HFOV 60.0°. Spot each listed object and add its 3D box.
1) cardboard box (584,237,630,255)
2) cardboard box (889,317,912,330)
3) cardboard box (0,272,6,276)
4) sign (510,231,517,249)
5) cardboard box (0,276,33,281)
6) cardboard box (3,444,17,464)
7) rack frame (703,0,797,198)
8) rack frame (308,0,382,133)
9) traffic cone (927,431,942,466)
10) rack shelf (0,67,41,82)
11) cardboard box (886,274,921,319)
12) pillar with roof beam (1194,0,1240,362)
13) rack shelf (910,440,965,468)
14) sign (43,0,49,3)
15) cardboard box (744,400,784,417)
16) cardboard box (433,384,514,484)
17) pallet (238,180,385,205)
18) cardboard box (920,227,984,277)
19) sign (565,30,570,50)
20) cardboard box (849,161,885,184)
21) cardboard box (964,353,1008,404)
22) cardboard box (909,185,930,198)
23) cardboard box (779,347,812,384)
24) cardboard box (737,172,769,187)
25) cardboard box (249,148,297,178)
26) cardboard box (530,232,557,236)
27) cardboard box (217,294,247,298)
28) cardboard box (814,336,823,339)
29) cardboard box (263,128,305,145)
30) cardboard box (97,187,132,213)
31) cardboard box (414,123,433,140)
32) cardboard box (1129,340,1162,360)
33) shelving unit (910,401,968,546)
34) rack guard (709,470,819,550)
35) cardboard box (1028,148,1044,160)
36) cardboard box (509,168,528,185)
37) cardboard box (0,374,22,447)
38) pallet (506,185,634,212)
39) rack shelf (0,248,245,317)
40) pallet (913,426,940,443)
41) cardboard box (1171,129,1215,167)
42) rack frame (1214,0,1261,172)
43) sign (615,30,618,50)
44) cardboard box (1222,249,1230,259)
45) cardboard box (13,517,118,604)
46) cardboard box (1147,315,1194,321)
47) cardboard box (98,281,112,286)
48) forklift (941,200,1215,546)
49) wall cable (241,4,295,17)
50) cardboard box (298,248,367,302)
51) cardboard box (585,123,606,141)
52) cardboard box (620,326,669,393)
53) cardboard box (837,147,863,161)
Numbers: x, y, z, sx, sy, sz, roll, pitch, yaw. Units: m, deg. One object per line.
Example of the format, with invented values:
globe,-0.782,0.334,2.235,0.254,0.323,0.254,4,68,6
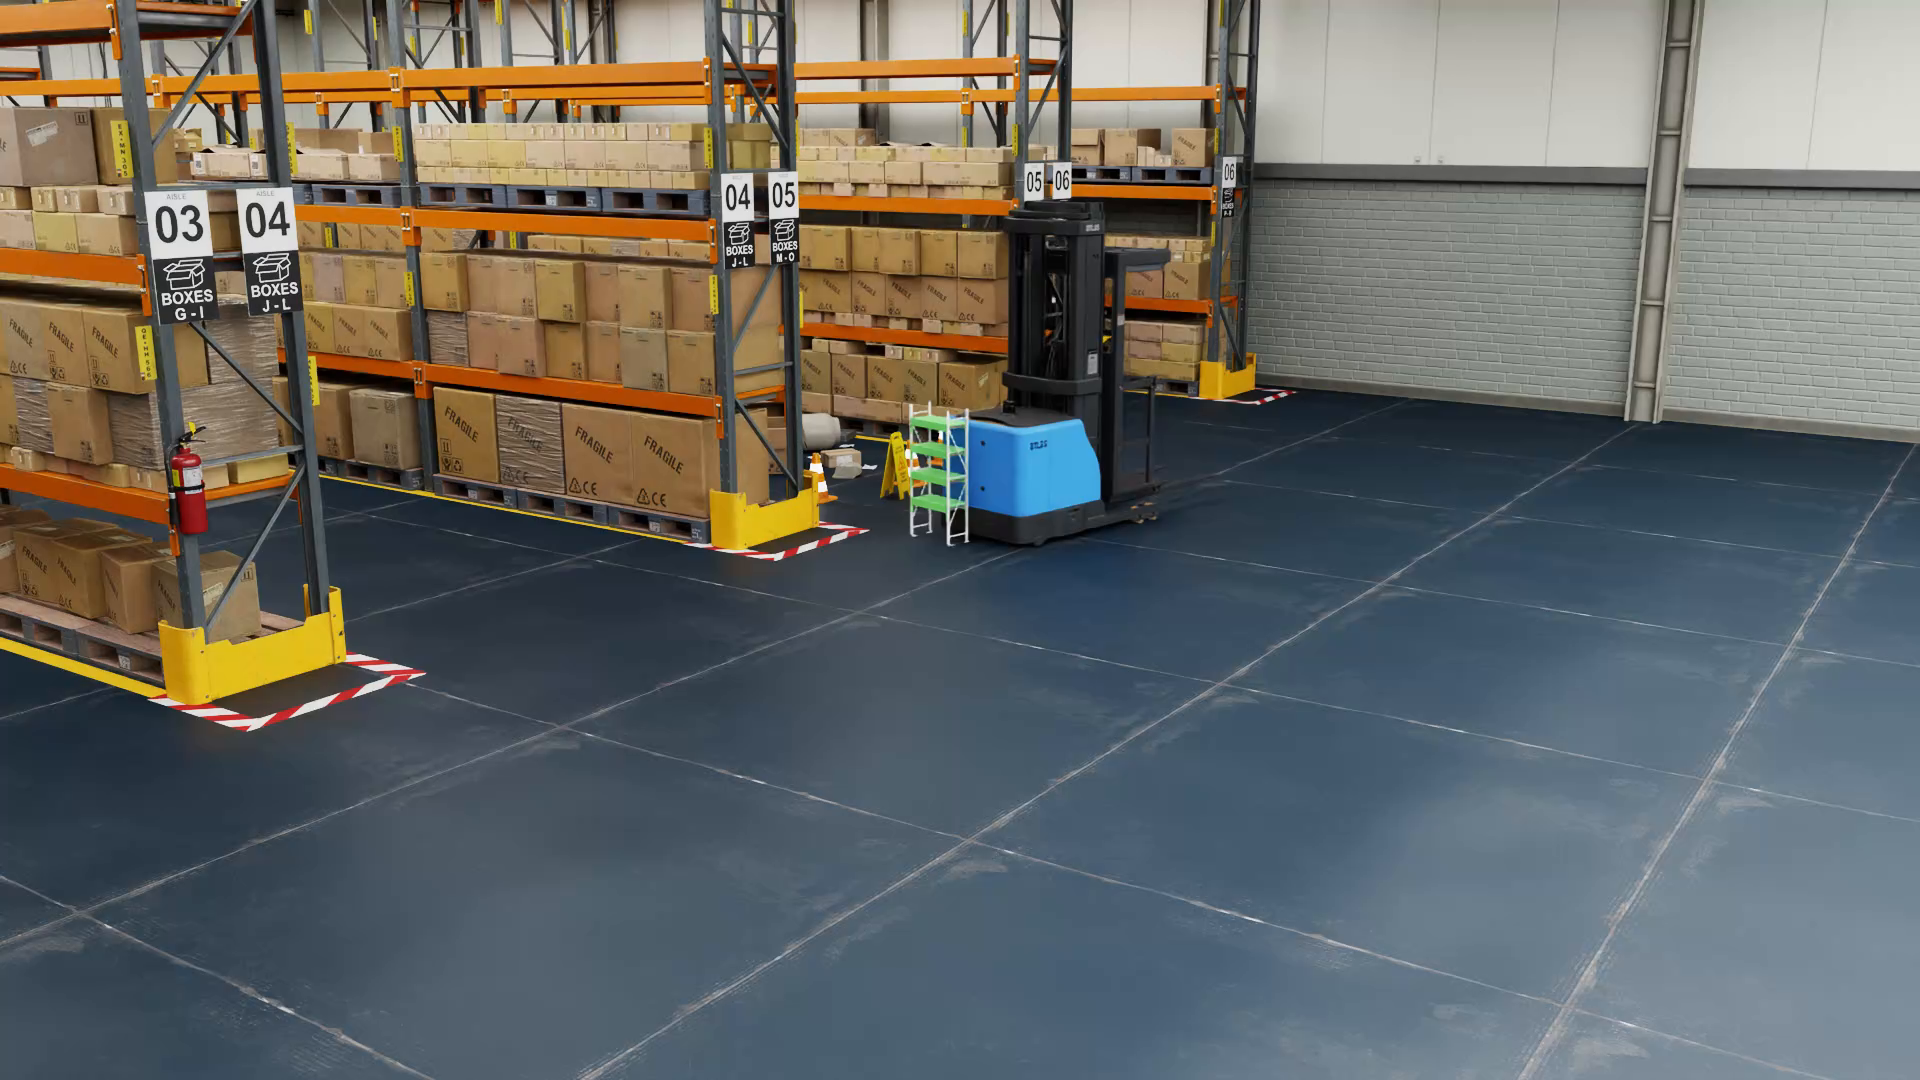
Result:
cardboard box,-4.598,-3.728,21.941,0.500,0.500,0.500,10,17,34
cardboard box,-0.615,-2.547,19.391,0.250,0.149,0.380,9,17,32
cardboard box,-11.650,-3.338,20.477,0.250,0.149,0.380,10,17,36
sign,-6.030,-4.027,22.440,0.005,0.325,0.100,9,17,33
cardboard box,-7.408,-1.737,12.689,0.500,0.500,0.500,9,17,33
cardboard box,-6.439,-0.630,11.649,0.250,0.149,0.380,9,17,33
rack frame,-1.763,-4.415,13.931,0.127,3.000,1.000,9,17,33
rack frame,-9.042,-7.025,24.474,0.127,3.000,1.000,9,17,33
traffic cone,-0.161,-1.072,18.193,0.334,0.463,0.336,9,17,33
rack shelf,-13.380,-5.942,21.603,4.000,0.370,1.077,9,17,33
cardboard box,-0.515,-2.850,19.267,0.500,0.500,0.500,9,17,33
pillar with roof beam,1.205,-5.820,19.609,0.400,9.000,9.100,9,17,33
rack shelf,-0.187,-0.760,14.663,0.258,0.148,0.480,-12,19,-41
sign,-11.416,-6.666,20.751,0.005,0.325,0.100,9,17,33
cardboard box,-2.274,-1.413,19.484,0.500,0.500,0.500,-4,14,-16
cardboard box,-4.600,-1.114,16.627,0.875,0.875,0.875,9,17,34
pallet,-6.908,-3.715,17.739,1.213,0.211,1.003,10,17,35
cardboard box,-0.046,-3.276,18.907,0.500,0.500,0.700,9,17,33
sign,-6.593,-8.401,27.925,0.005,0.325,0.100,9,17,33
cardboard box,-0.930,-4.250,19.198,0.500,0.250,0.500,9,17,33
cardboard box,0.380,-1.903,19.556,0.500,0.500,0.500,9,16,31
cardboard box,-0.369,-3.970,18.899,0.250,0.149,0.380,9,17,32
cardboard box,-2.065,-2.140,20.514,0.500,0.500,0.500,10,17,35
cardboard box,-1.869,-3.199,14.703,0.250,0.149,0.380,9,17,33
cardboard box,-7.082,-3.964,17.455,0.500,0.311,0.500,9,16,32
cardboard box,-5.996,-4.225,23.360,0.500,0.500,0.500,9,16,31
cardboard box,-7.756,-2.443,18.240,0.500,0.500,0.500,9,17,32
cardboard box,-1.899,-3.445,26.566,0.625,0.625,0.875,10,17,35
cardboard box,-10.179,-6.046,25.464,0.637,0.503,0.797,11,18,37
cardboard box,-5.170,-2.138,10.456,0.250,0.149,0.380,9,16,31
cardboard box,-4.970,-3.896,15.860,0.250,0.149,0.380,9,17,33
cardboard box,2.694,-2.678,23.206,0.500,0.250,0.500,9,17,32
shelving unit,-0.187,-0.589,14.705,0.258,1.200,0.503,-12,19,-41
rack guard,-1.743,-0.286,14.939,0.348,0.500,1.175,9,17,33
cardboard box,0.734,-4.313,18.625,0.250,0.149,0.380,9,17,32
cardboard box,-3.912,-3.339,15.267,0.250,0.149,0.380,9,17,33
cardboard box,-6.337,-0.988,11.744,0.500,0.500,0.875,9,17,33
pallet,-3.401,-3.177,15.356,1.213,0.211,1.003,9,17,33
rack shelf,-6.275,-1.903,11.521,4.000,0.370,1.077,9,17,33
pallet,0.198,-1.276,19.539,1.213,0.211,1.003,9,17,33
cardboard box,3.179,-5.261,22.303,0.500,0.500,0.500,10,17,35
rack frame,3.683,-6.406,21.973,0.127,3.000,1.000,9,17,33
sign,-5.970,-8.657,28.793,0.005,0.325,0.100,9,17,33
cardboard box,3.546,-3.954,22.997,0.250,0.149,0.380,9,16,31
cardboard box,-6.586,0.150,12.302,0.500,0.500,0.500,8,16,28
cardboard box,2.973,-3.017,23.534,0.500,0.250,0.500,9,17,33
cardboard box,-9.712,-3.025,19.212,0.250,0.149,0.380,10,17,34
forklift,1.226,-1.651,15.395,3.031,2.935,1.130,-13,19,-43
wall cable,-13.563,-12.263,34.062,0.133,3.039,2.988,9,17,33
cardboard box,-6.763,-2.843,17.777,0.500,0.500,0.700,9,17,32
cardboard box,-3.074,-3.590,14.623,0.250,0.149,0.380,9,17,33
cardboard box,-2.565,-1.686,15.079,0.550,0.550,0.875,9,17,33
cardboard box,-1.213,-4.490,19.340,0.250,0.149,0.380,9,16,32
